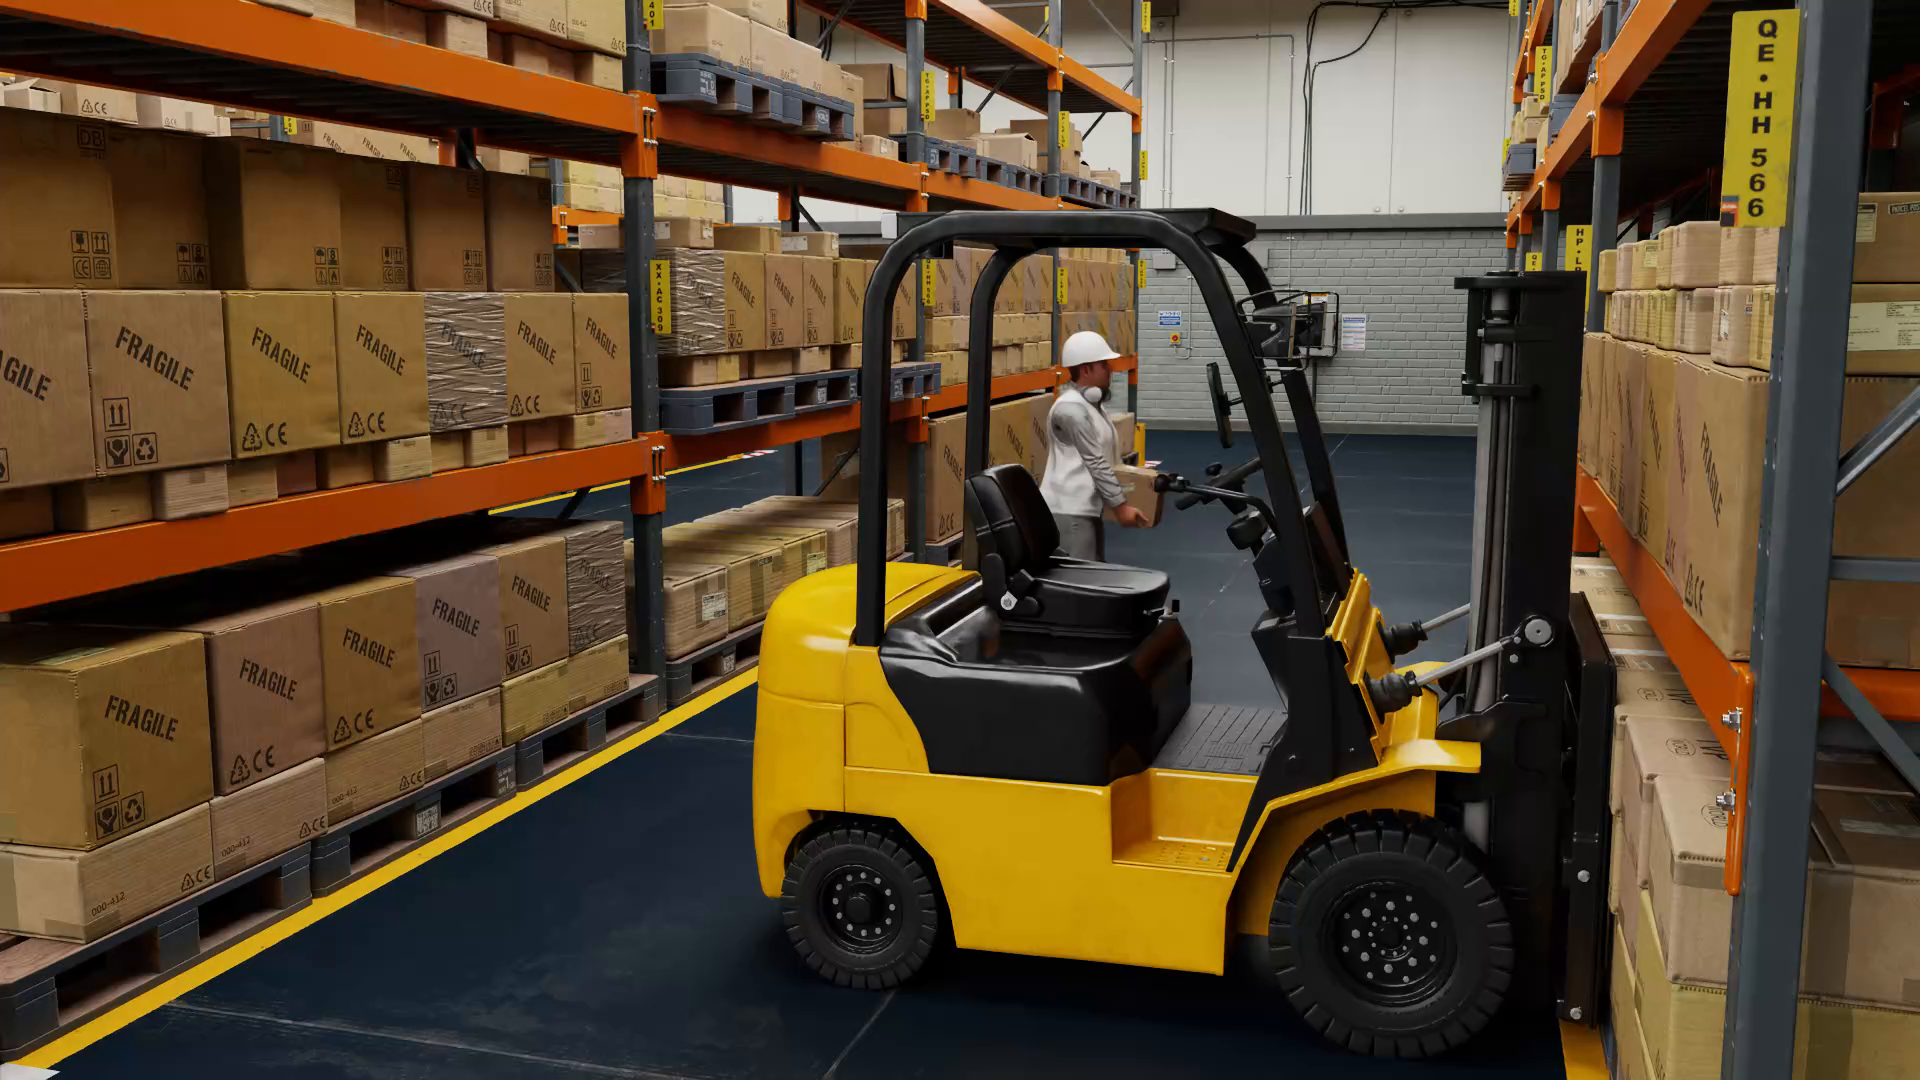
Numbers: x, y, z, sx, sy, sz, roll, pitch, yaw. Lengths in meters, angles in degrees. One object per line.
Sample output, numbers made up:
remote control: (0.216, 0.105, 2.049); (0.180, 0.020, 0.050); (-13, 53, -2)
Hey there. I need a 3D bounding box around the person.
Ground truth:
person: (0.670, -0.129, 8.151); (0.558, 1.772, 0.494); (2, 9, 15)
